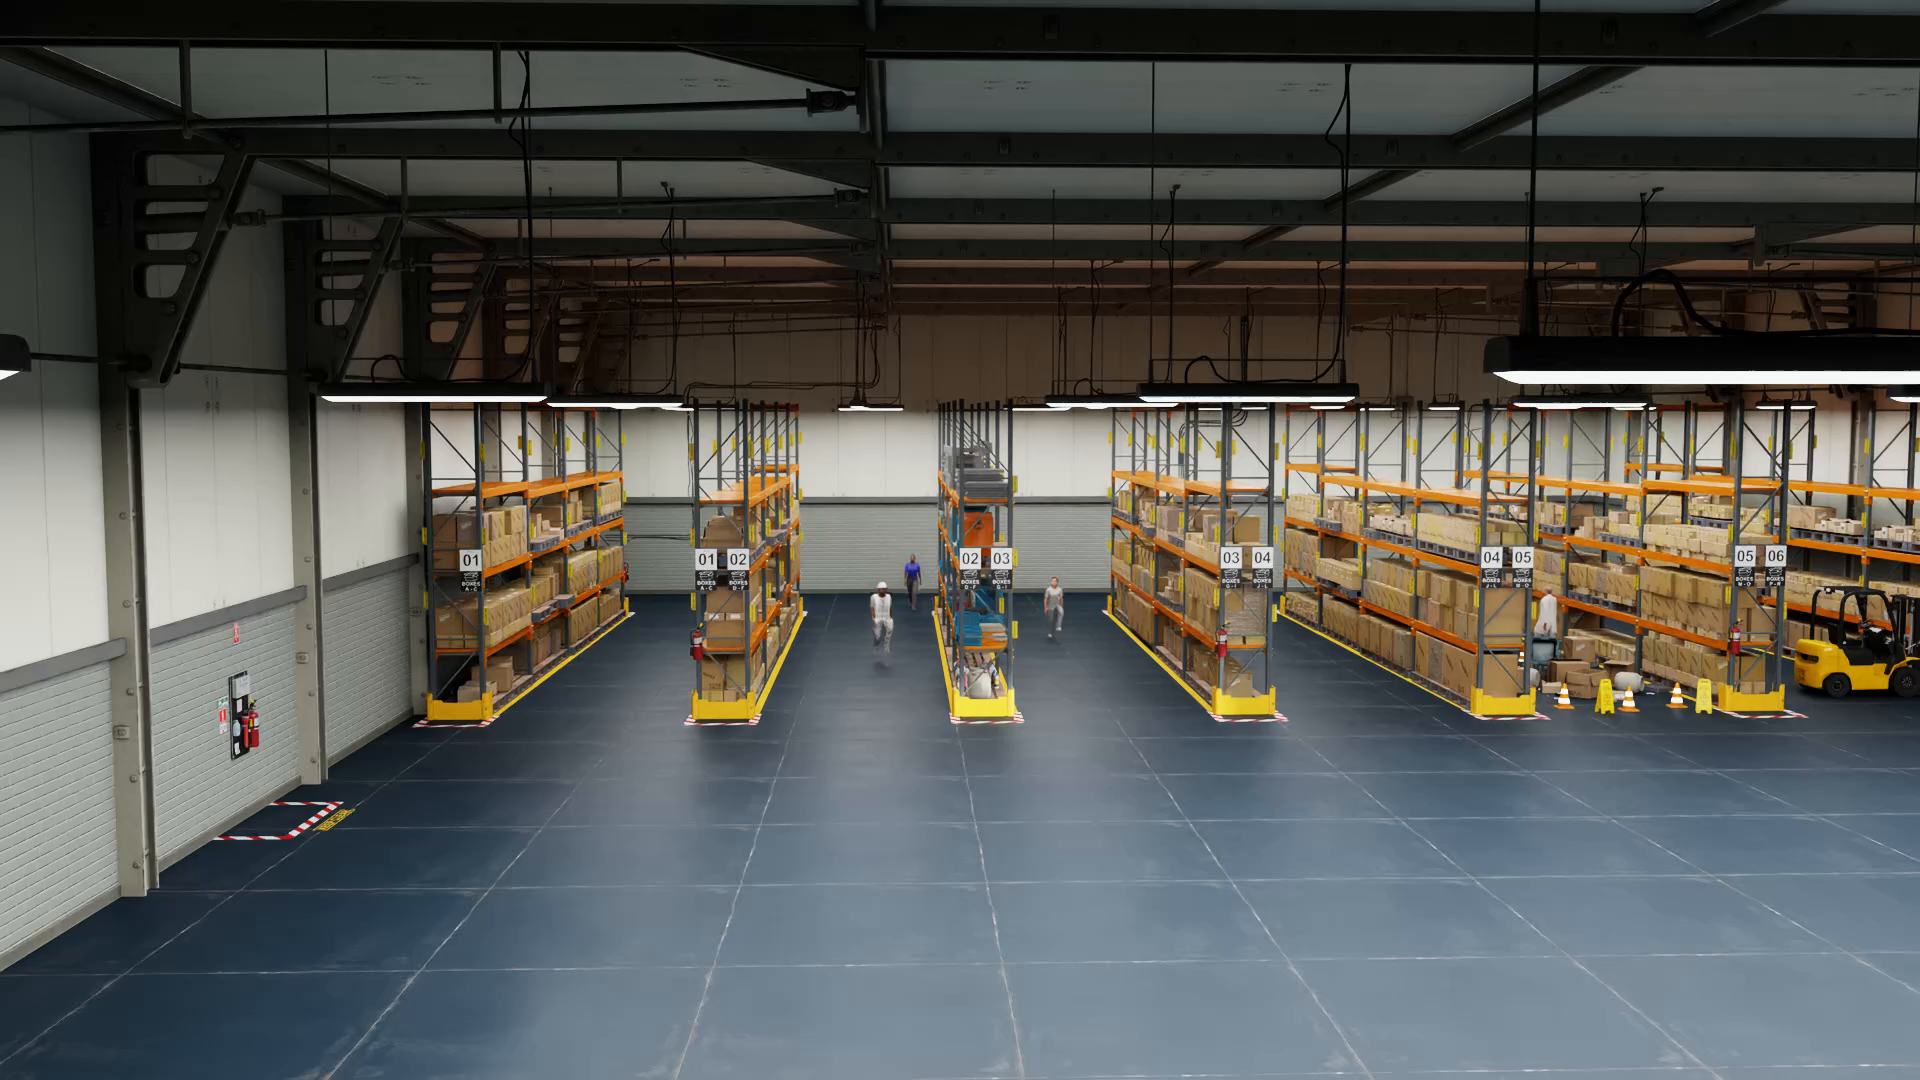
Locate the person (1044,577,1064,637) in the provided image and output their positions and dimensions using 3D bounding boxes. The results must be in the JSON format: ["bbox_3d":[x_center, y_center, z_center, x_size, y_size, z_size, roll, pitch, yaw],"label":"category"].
[{"bbox_3d":[2.366,1.711,41.837,0.512,1.575,1.083,0,4,-5],"label":"person"}]

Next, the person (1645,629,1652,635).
[{"bbox_3d":[18.110,1.637,43.018,0.472,1.711,0.535,-2,5,-23],"label":"person"}]

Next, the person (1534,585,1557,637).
[{"bbox_3d":[13.543,1.951,38.212,0.572,1.814,0.595,-1,4,-15],"label":"person"}]

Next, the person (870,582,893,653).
[{"bbox_3d":[-1.768,1.763,38.015,0.570,1.601,1.003,-1,5,-15],"label":"person"}]

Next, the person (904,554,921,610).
[{"bbox_3d":[-1.401,1.213,48.628,0.466,1.588,1.056,1,4,8],"label":"person"}]
